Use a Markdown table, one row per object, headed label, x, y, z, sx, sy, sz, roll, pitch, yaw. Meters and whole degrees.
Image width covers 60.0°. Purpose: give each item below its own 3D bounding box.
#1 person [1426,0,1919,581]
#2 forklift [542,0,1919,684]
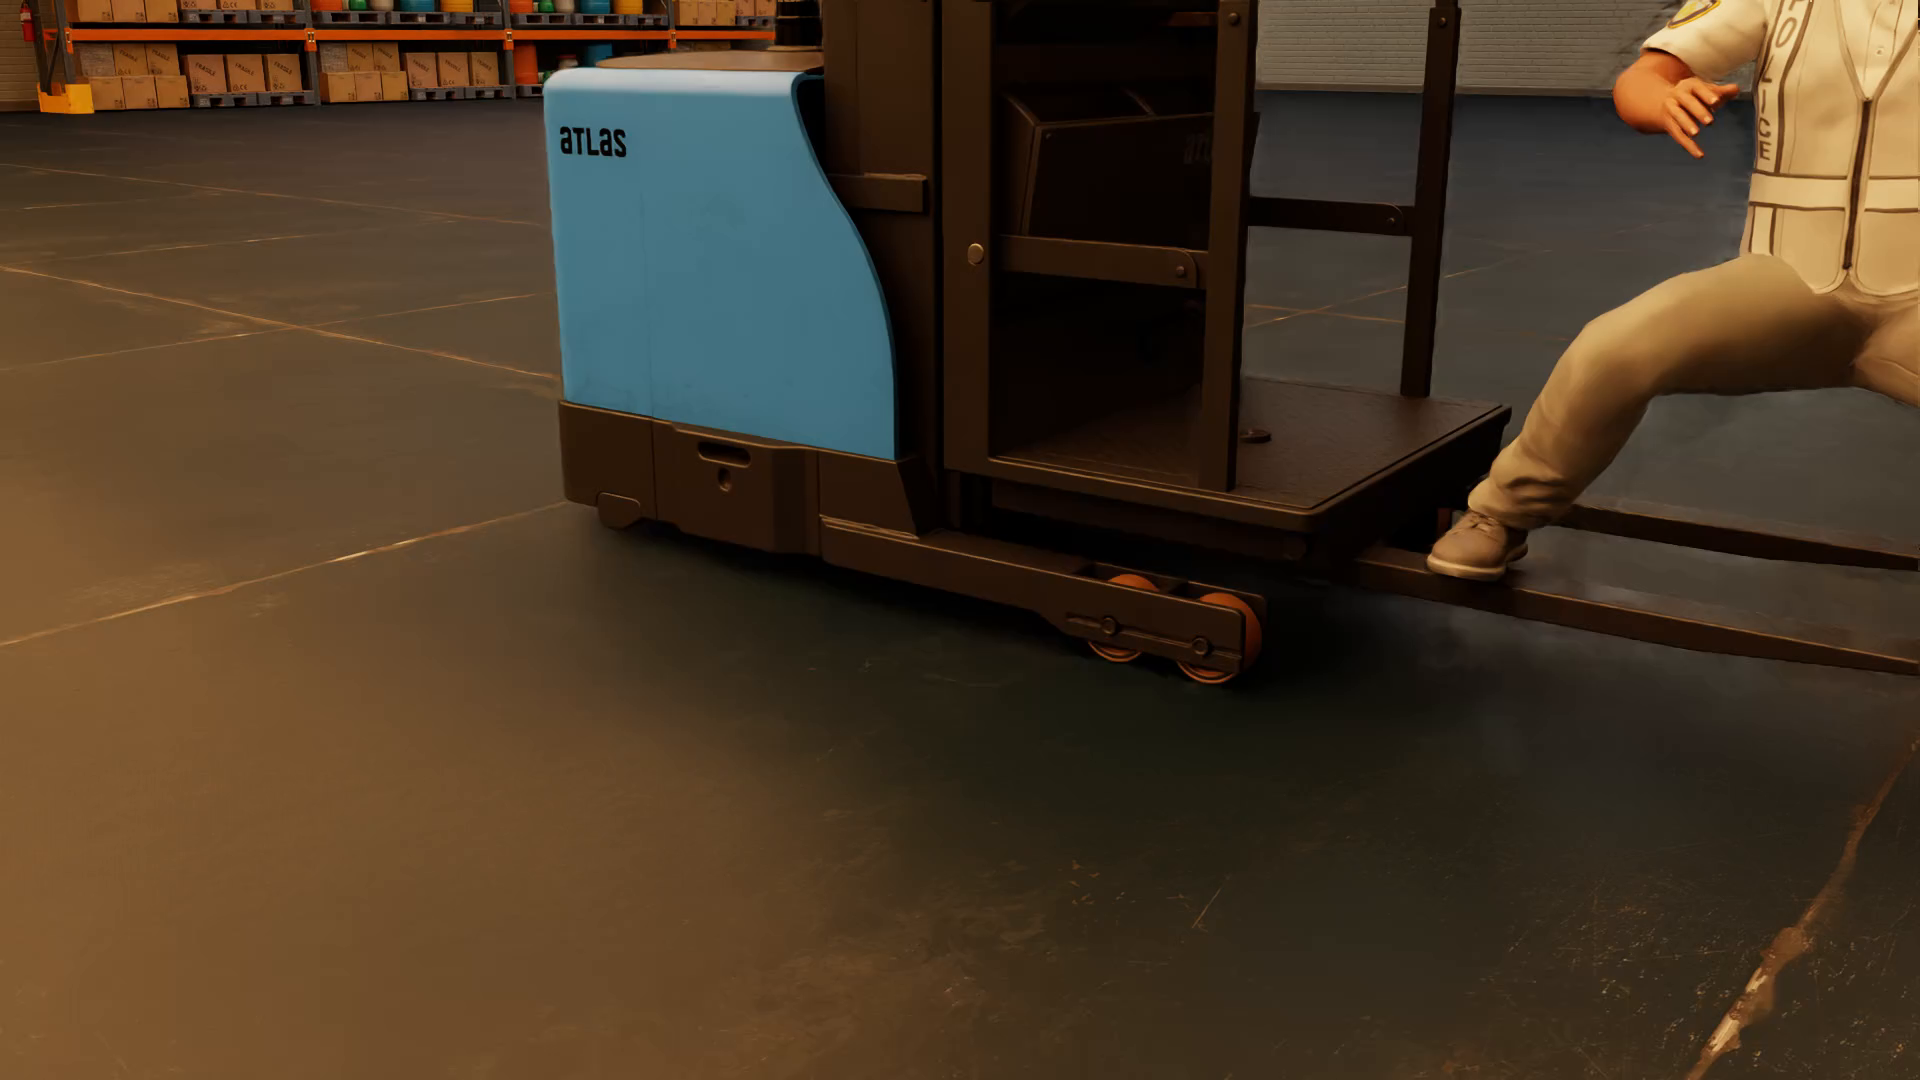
| label | x | y | z | sx | sy | sz | roll | pitch | yaw |
| --- | --- | --- | --- | --- | --- | --- | --- | --- | --- |
| person | 1.426 | -0.433 | 2.590 | 1.165 | 1.511 | 0.735 | 15 | 22 | 40 |
| forklift | 0.531 | -1.312 | 3.217 | 3.031 | 2.935 | 1.130 | 12 | 20 | 33 |
